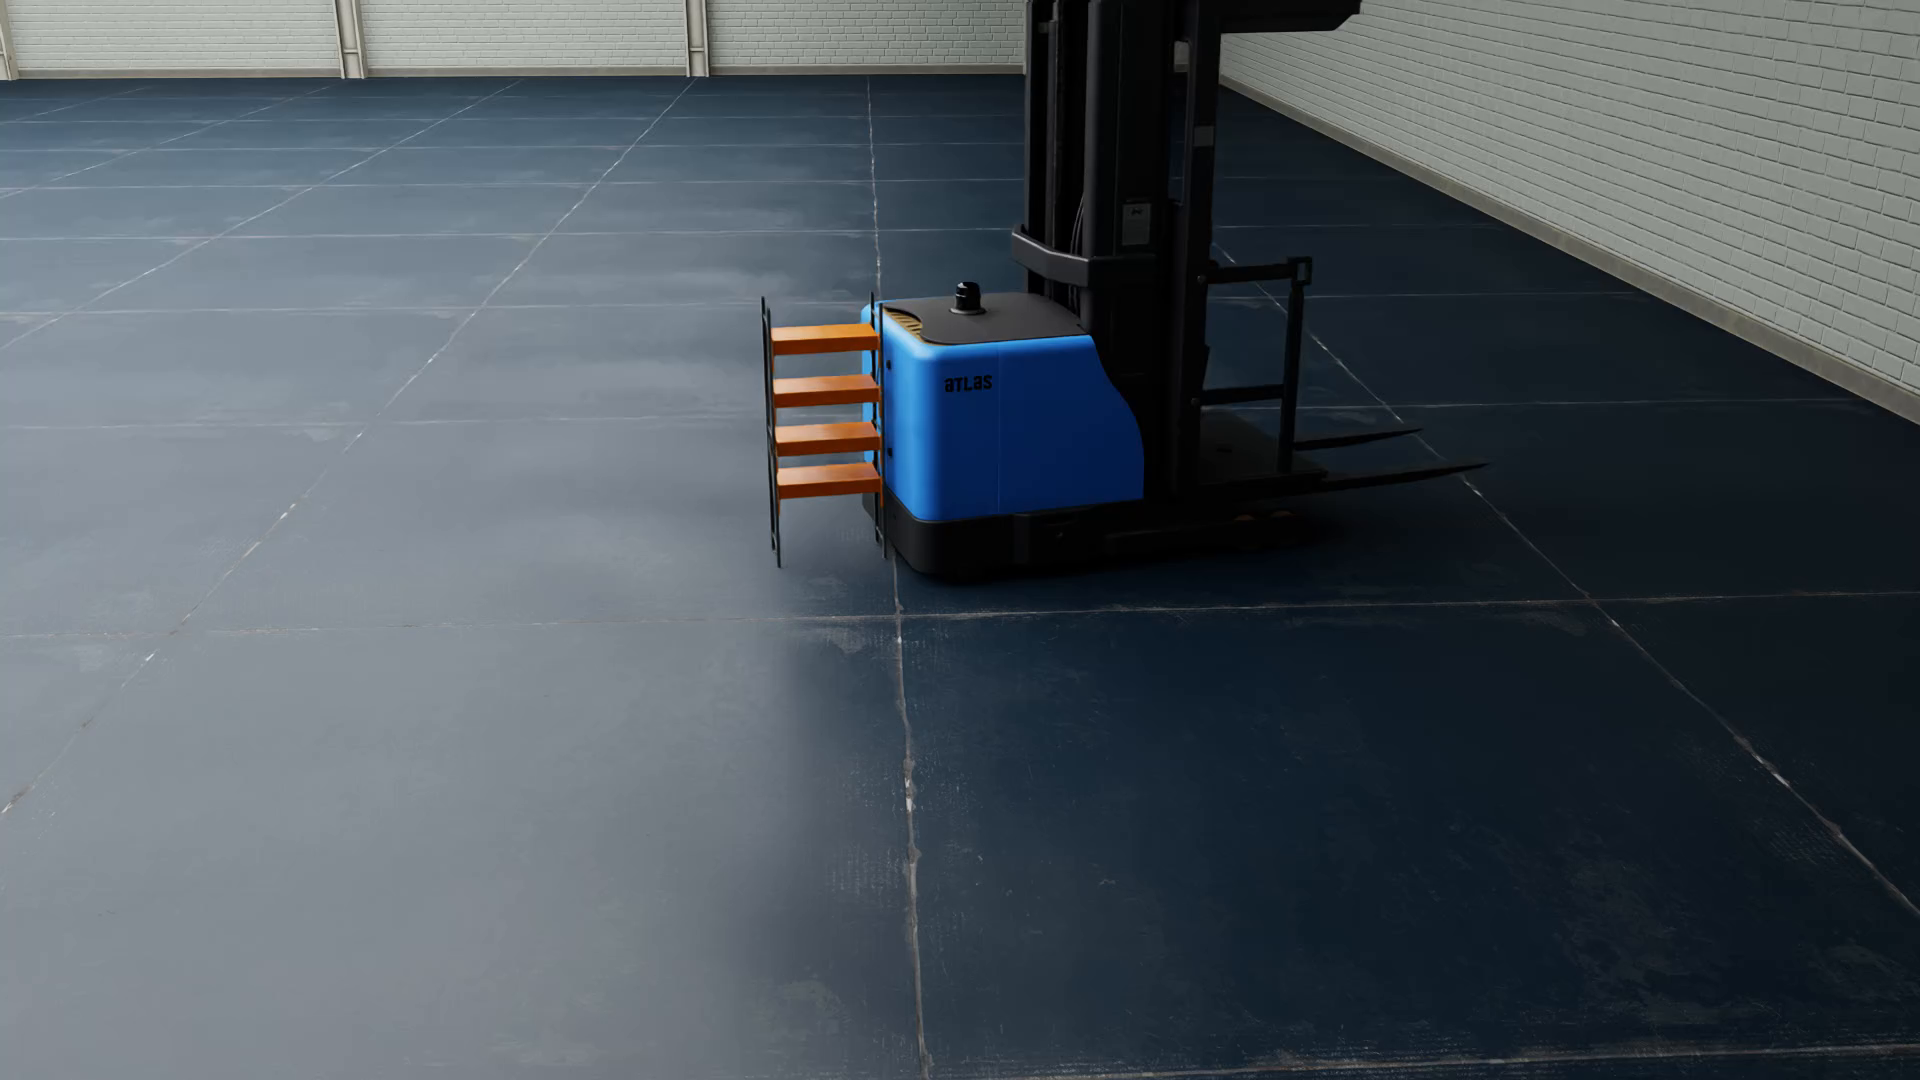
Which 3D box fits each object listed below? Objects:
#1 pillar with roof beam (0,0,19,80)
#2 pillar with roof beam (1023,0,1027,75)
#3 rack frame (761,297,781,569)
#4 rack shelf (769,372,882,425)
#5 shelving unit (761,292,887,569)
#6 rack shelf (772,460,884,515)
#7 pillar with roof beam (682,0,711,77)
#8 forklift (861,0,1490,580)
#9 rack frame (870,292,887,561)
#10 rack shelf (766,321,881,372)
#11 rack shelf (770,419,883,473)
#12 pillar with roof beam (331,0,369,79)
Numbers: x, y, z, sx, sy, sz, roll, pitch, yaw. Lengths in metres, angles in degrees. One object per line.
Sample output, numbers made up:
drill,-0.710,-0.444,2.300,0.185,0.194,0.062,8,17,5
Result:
pillar with roof beam,-16.381,-10.689,23.316,0.400,9.000,9.100,-1,21,-3
pillar with roof beam,1.589,-11.054,24.277,0.400,9.000,9.100,-1,21,-3
rack frame,-0.845,-0.471,7.441,0.015,1.200,0.240,-4,21,-12
rack shelf,-0.607,-0.636,7.434,0.480,0.148,0.258,-4,21,-12
shelving unit,-0.607,-0.490,7.490,0.503,1.200,0.258,-4,21,-12
rack shelf,-0.607,-0.241,7.584,0.480,0.148,0.258,-4,21,-12
pillar with roof beam,-4.401,-10.932,23.956,0.400,9.000,9.100,-1,21,-3
forklift,1.097,-1.489,7.681,3.031,2.935,1.130,-7,22,-17
rack frame,-0.369,-0.508,7.539,0.015,1.200,0.240,-4,21,-12
rack shelf,-0.607,-0.857,7.350,0.480,0.148,0.258,-4,21,-12
rack shelf,-0.607,-0.427,7.514,0.480,0.148,0.258,-4,21,-12
pillar with roof beam,-10.391,-10.810,23.636,0.400,9.000,9.100,-1,21,-3
